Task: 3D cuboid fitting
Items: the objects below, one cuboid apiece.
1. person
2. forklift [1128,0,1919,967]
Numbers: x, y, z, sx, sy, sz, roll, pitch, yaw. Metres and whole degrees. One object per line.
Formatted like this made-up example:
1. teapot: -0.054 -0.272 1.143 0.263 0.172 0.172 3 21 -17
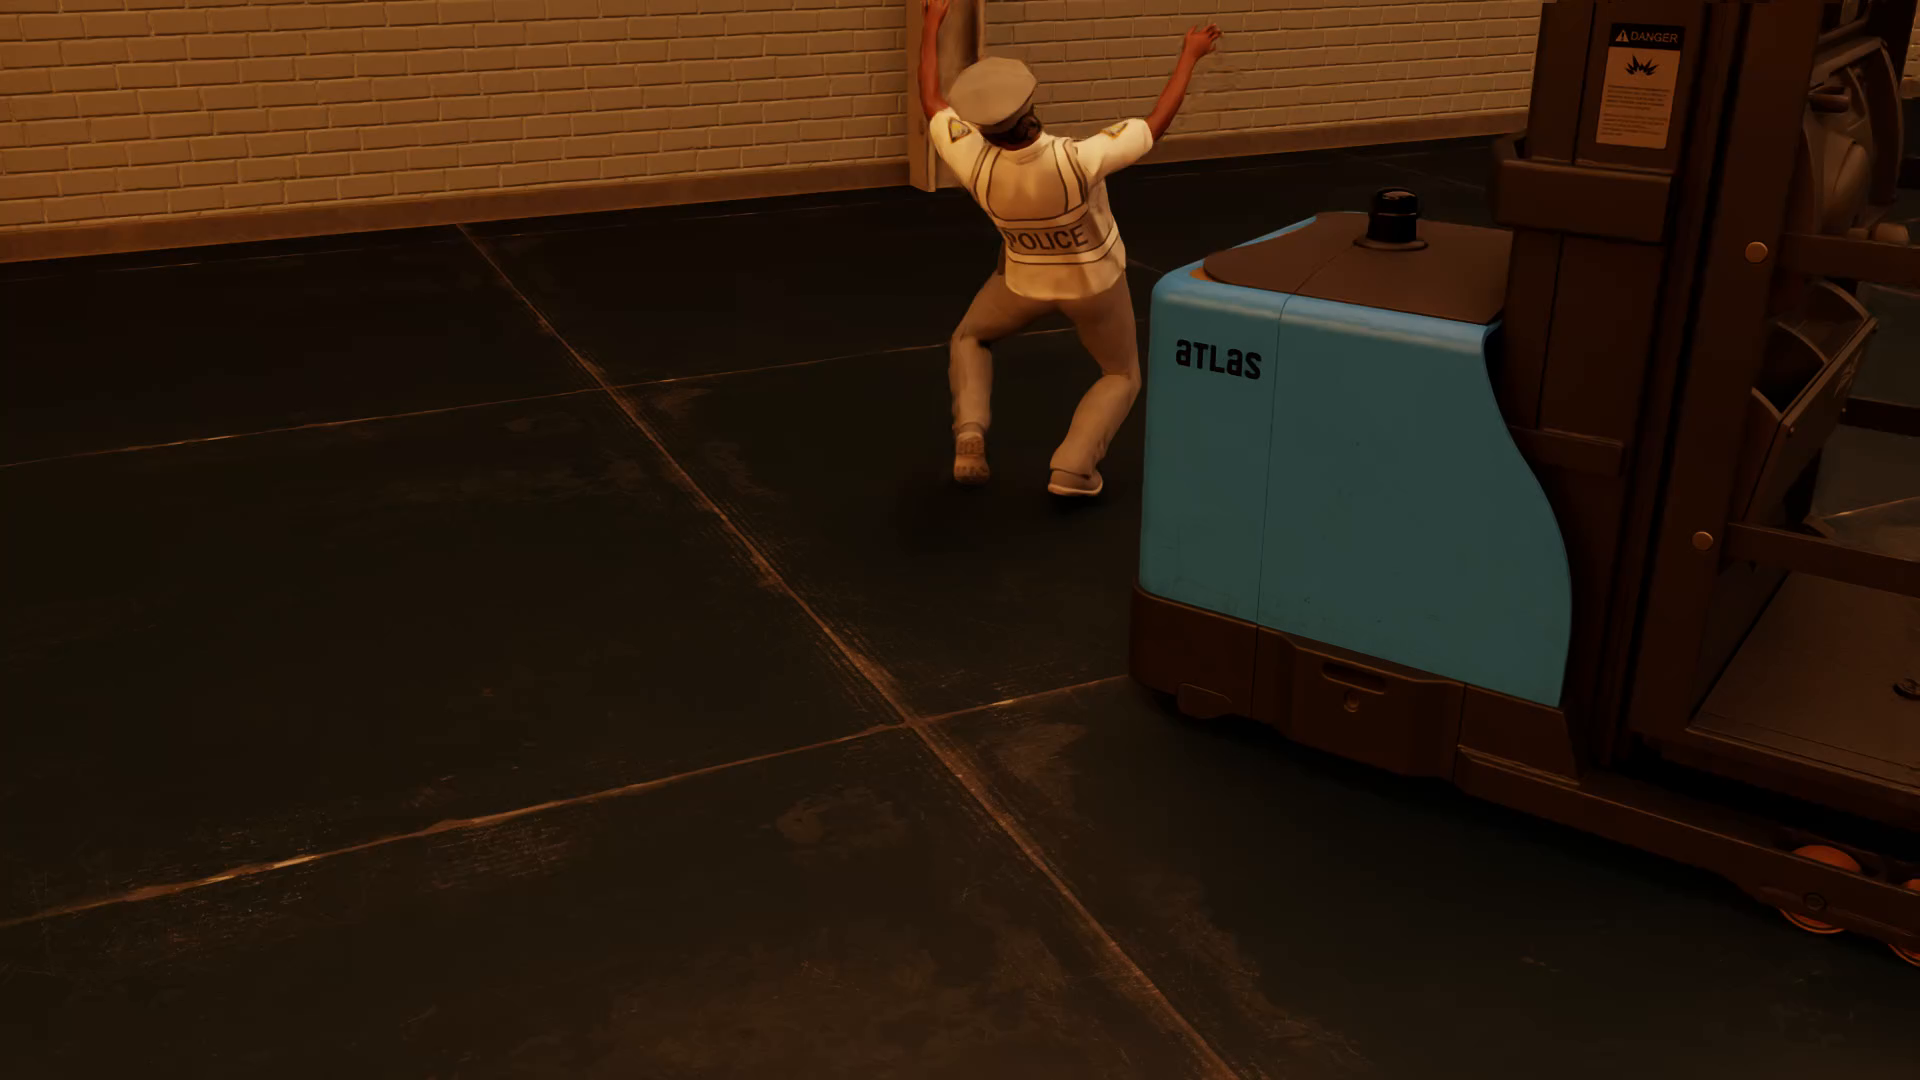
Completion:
1. person: 0.289 -0.870 5.133 0.910 1.584 0.727 5 23 12
2. forklift: 1.909 -0.772 3.145 3.031 2.935 1.130 16 27 33
